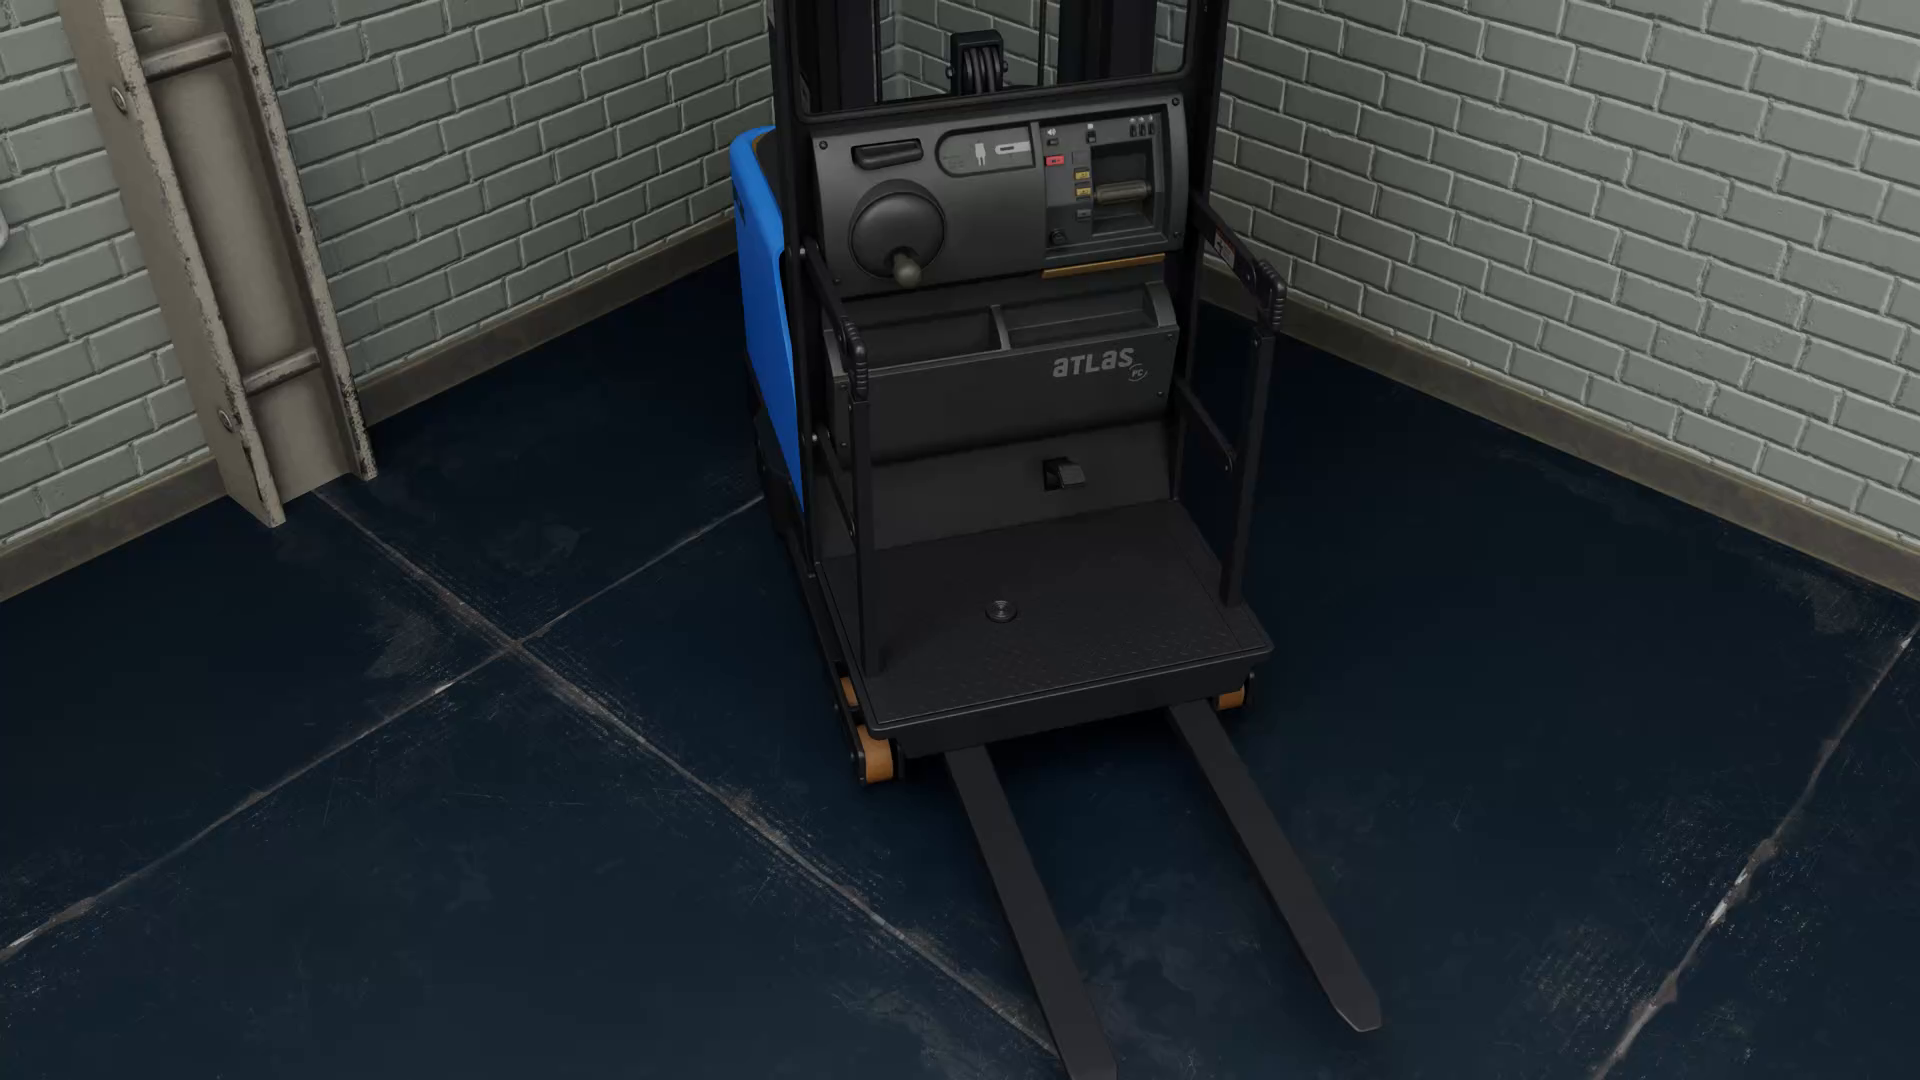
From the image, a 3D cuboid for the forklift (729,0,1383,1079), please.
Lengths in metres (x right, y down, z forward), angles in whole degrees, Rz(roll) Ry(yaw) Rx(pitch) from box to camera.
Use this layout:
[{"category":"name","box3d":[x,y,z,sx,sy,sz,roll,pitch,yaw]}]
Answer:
[{"category":"forklift","box3d":[0.172,-0.775,3.869,1.130,2.935,3.031,-10,40,-12]}]

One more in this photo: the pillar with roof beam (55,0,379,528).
[{"category":"pillar with roof beam","box3d":[1.004,-1.907,0.418,9.100,9.000,0.400,30,47,32]}]

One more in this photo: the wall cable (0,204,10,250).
[{"category":"wall cable","box3d":[-3.191,-1.146,3.465,0.084,1.984,1.851,30,47,32]}]
